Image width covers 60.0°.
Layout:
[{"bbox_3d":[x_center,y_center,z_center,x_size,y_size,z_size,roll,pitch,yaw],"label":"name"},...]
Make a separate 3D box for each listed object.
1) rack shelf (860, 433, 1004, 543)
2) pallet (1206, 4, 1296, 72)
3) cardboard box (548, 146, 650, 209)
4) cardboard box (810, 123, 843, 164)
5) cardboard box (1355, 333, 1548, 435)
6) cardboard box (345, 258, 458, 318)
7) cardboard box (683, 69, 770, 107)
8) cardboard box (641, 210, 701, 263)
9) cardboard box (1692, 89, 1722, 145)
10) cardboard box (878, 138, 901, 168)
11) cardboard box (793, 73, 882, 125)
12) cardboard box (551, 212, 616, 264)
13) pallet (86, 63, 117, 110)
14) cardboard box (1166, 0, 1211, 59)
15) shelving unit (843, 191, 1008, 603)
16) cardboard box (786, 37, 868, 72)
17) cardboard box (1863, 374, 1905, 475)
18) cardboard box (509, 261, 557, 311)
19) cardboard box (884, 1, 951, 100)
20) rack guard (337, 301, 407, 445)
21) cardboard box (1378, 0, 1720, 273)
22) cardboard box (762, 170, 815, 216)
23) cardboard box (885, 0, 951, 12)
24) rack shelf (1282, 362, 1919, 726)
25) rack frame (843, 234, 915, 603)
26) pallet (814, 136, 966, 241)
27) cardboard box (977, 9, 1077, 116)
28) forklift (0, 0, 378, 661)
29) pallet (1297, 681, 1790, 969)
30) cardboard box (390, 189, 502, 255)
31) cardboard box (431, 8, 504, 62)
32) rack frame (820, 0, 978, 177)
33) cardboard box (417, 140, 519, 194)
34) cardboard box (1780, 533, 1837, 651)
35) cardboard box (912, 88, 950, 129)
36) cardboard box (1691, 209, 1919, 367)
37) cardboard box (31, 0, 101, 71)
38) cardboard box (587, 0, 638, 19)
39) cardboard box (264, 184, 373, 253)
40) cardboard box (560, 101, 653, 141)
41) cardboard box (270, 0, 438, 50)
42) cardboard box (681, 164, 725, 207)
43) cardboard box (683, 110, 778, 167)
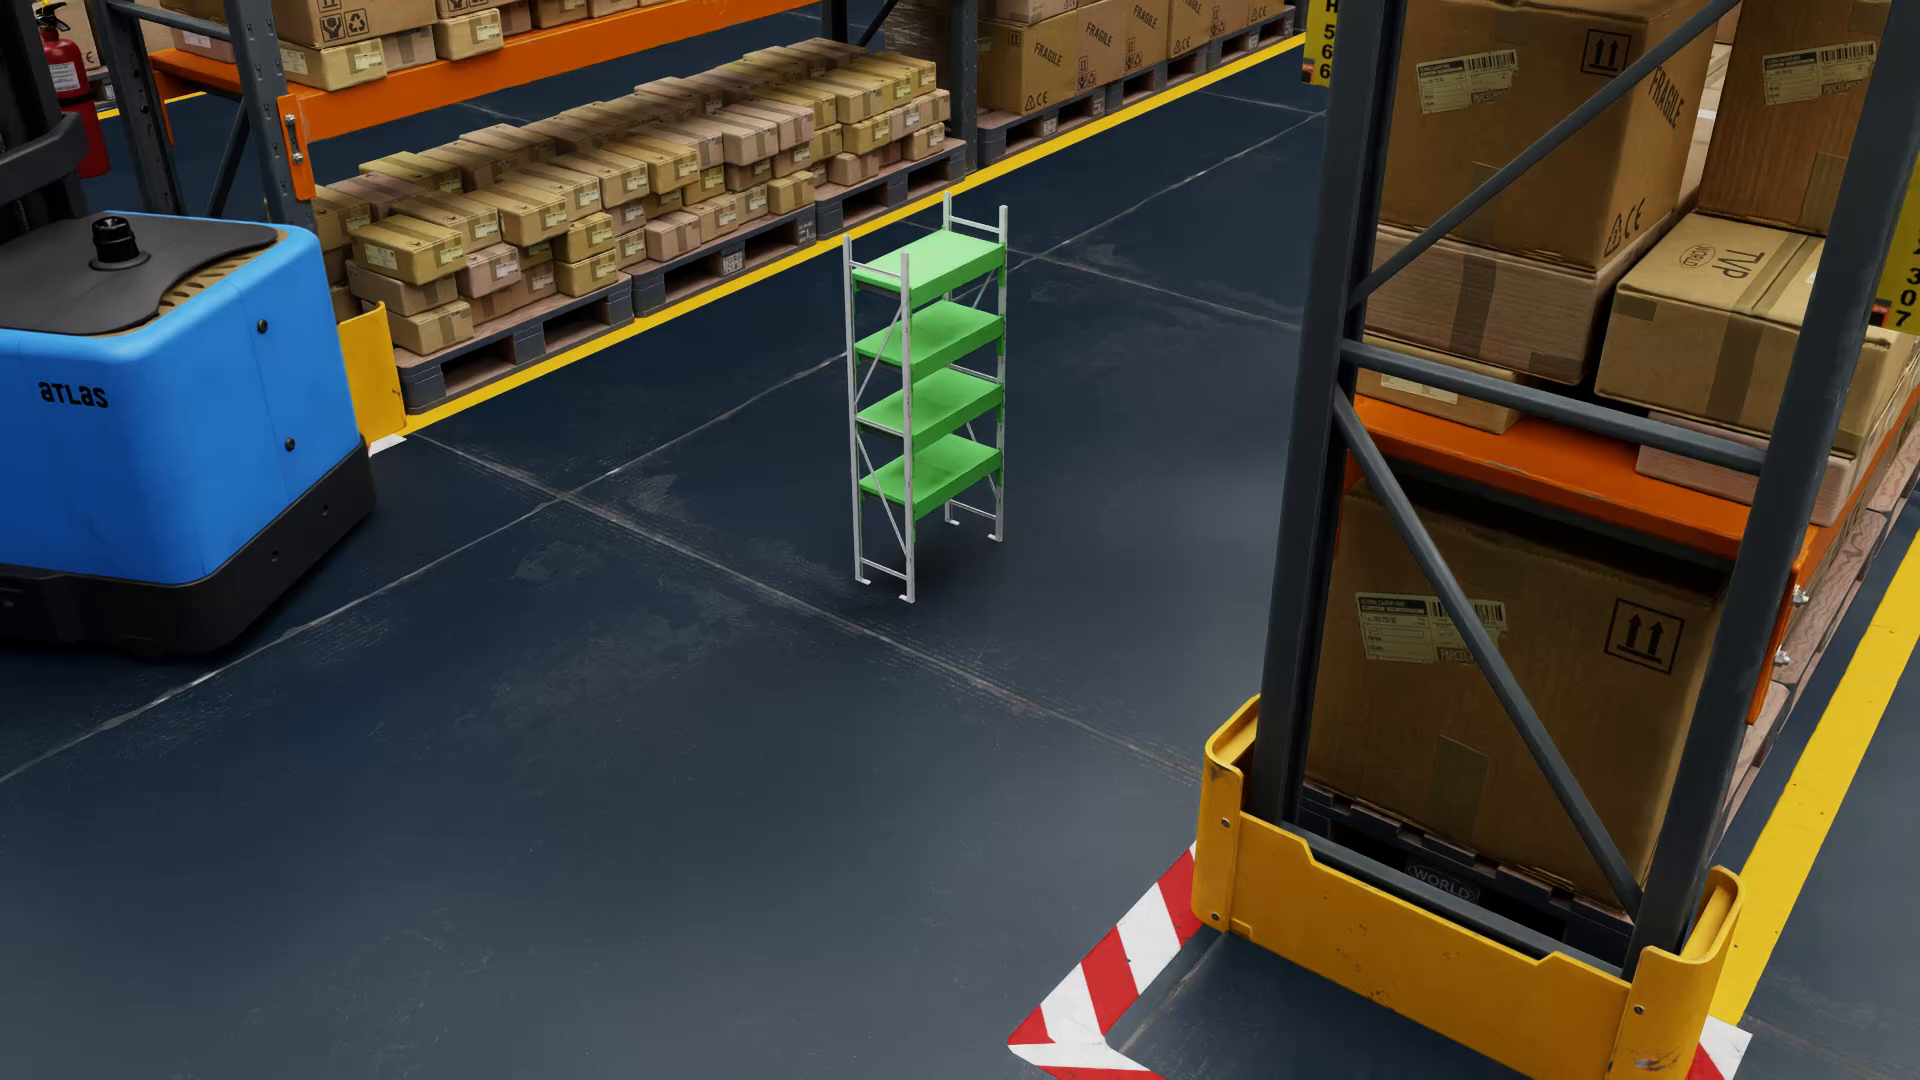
[{"bbox_3d":[-0.100,-0.187,5.486,0.258,0.148,0.480,21,37,31],"label":"rack shelf"},{"bbox_3d":[1.601,-3.559,11.549,1.003,0.211,1.213,21,37,31],"label":"pallet"},{"bbox_3d":[-1.584,-1.591,7.293,0.380,0.149,0.250,23,37,33],"label":"cardboard box"},{"bbox_3d":[-0.808,-2.007,8.286,0.380,0.149,0.250,21,37,32],"label":"cardboard box"},{"bbox_3d":[1.091,-0.395,3.720,0.380,0.149,0.250,22,37,32],"label":"cardboard box"},{"bbox_3d":[-2.234,-1.040,6.656,0.380,0.149,0.250,23,38,33],"label":"cardboard box"},{"bbox_3d":[-1.180,-2.259,8.421,0.380,0.149,0.250,20,36,30],"label":"cardboard box"},{"bbox_3d":[-1.407,-1.405,7.564,0.380,0.149,0.250,19,36,29],"label":"cardboard box"},{"bbox_3d":[1.833,-1.012,4.371,0.500,0.250,0.500,20,36,30],"label":"cardboard box"},{"bbox_3d":[-0.529,-2.060,8.669,0.380,0.149,0.250,22,37,33],"label":"cardboard box"},{"bbox_3d":[-0.615,-2.216,8.348,0.380,0.149,0.250,21,36,31],"label":"cardboard box"},{"bbox_3d":[-1.705,-1.332,7.148,0.380,0.149,0.250,22,37,33],"label":"cardboard box"},{"bbox_3d":[-5.605,-2.950,10.521,1.003,0.211,1.213,21,37,31],"label":"pallet"},{"bbox_3d":[1.263,-3.404,10.591,0.500,0.500,0.500,19,36,29],"label":"cardboard box"},{"bbox_3d":[-0.100,-0.449,5.331,0.258,1.200,0.503,21,37,31],"label":"shelving unit"},{"bbox_3d":[-0.714,-2.584,8.969,0.380,0.149,0.250,23,38,33],"label":"cardboard box"},{"bbox_3d":[1.769,-0.296,3.554,0.380,0.149,0.250,21,36,31],"label":"cardboard box"},{"bbox_3d":[-1.946,-1.128,7.095,0.380,0.149,0.250,22,37,32],"label":"cardboard box"},{"bbox_3d":[-0.095,-2.934,9.798,0.500,0.500,0.500,20,36,30],"label":"cardboard box"},{"bbox_3d":[-2.709,-0.780,6.576,1.175,0.500,0.348,21,37,31],"label":"rack guard"},{"bbox_3d":[1.223,-0.922,3.483,0.500,0.500,0.500,22,37,32],"label":"cardboard box"},{"bbox_3d":[-0.930,-1.719,8.094,0.380,0.149,0.250,21,37,31],"label":"cardboard box"},{"bbox_3d":[-0.092,-3.259,9.611,0.500,0.250,0.500,20,36,30],"label":"cardboard box"},{"bbox_3d":[2.346,-0.760,4.796,1.077,0.370,4.000,21,37,31],"label":"rack shelf"},{"bbox_3d":[-0.247,-0.350,5.163,0.240,1.200,0.015,21,37,31],"label":"rack frame"},{"bbox_3d":[-0.718,-1.967,8.862,1.003,0.211,1.213,21,37,31],"label":"pallet"},{"bbox_3d":[0.317,-2.774,9.529,0.500,0.500,0.500,23,37,33],"label":"cardboard box"},{"bbox_3d":[-3.614,-1.268,5.015,3.031,2.935,1.130,6,31,10],"label":"forklift"},{"bbox_3d":[1.559,0.594,4.541,1.003,0.211,1.213,21,37,31],"label":"pallet"},{"bbox_3d":[-2.097,-1.292,6.789,0.380,0.149,0.250,22,37,32],"label":"cardboard box"},{"bbox_3d":[-1.972,-1.956,6.355,0.380,0.149,0.250,20,36,30],"label":"cardboard box"},{"bbox_3d":[-0.340,-3.450,8.630,1.000,3.000,0.127,21,37,31],"label":"rack frame"},{"bbox_3d":[-2.178,-1.642,7.380,0.380,0.149,0.250,20,36,29],"label":"cardboard box"},{"bbox_3d":[2.010,-0.178,4.780,0.875,0.875,0.875,21,37,31],"label":"cardboard box"},{"bbox_3d":[-0.277,-2.307,8.792,0.380,0.149,0.250,22,37,32],"label":"cardboard box"},{"bbox_3d":[1.952,-0.646,3.753,0.500,0.250,0.500,21,36,31],"label":"cardboard box"},{"bbox_3d":[-5.898,-3.059,10.070,0.875,0.438,0.875,22,37,33],"label":"cardboard box"},{"bbox_3d":[-1.570,-2.298,6.932,0.380,0.149,0.250,20,36,30],"label":"cardboard box"},{"bbox_3d":[-2.637,-1.328,6.849,0.380,0.149,0.250,22,37,32],"label":"cardboard box"},{"bbox_3d":[-1.677,-1.957,7.910,0.380,0.149,0.250,21,37,32],"label":"cardboard box"},{"bbox_3d":[-2.264,-2.093,5.949,0.500,0.500,0.500,23,38,33],"label":"cardboard box"},{"bbox_3d":[-1.319,-1.699,7.767,0.380,0.149,0.250,23,38,33],"label":"cardboard box"},{"bbox_3d":[-1.076,-1.883,7.786,0.380,0.149,0.250,20,36,30],"label":"cardboard box"}]
